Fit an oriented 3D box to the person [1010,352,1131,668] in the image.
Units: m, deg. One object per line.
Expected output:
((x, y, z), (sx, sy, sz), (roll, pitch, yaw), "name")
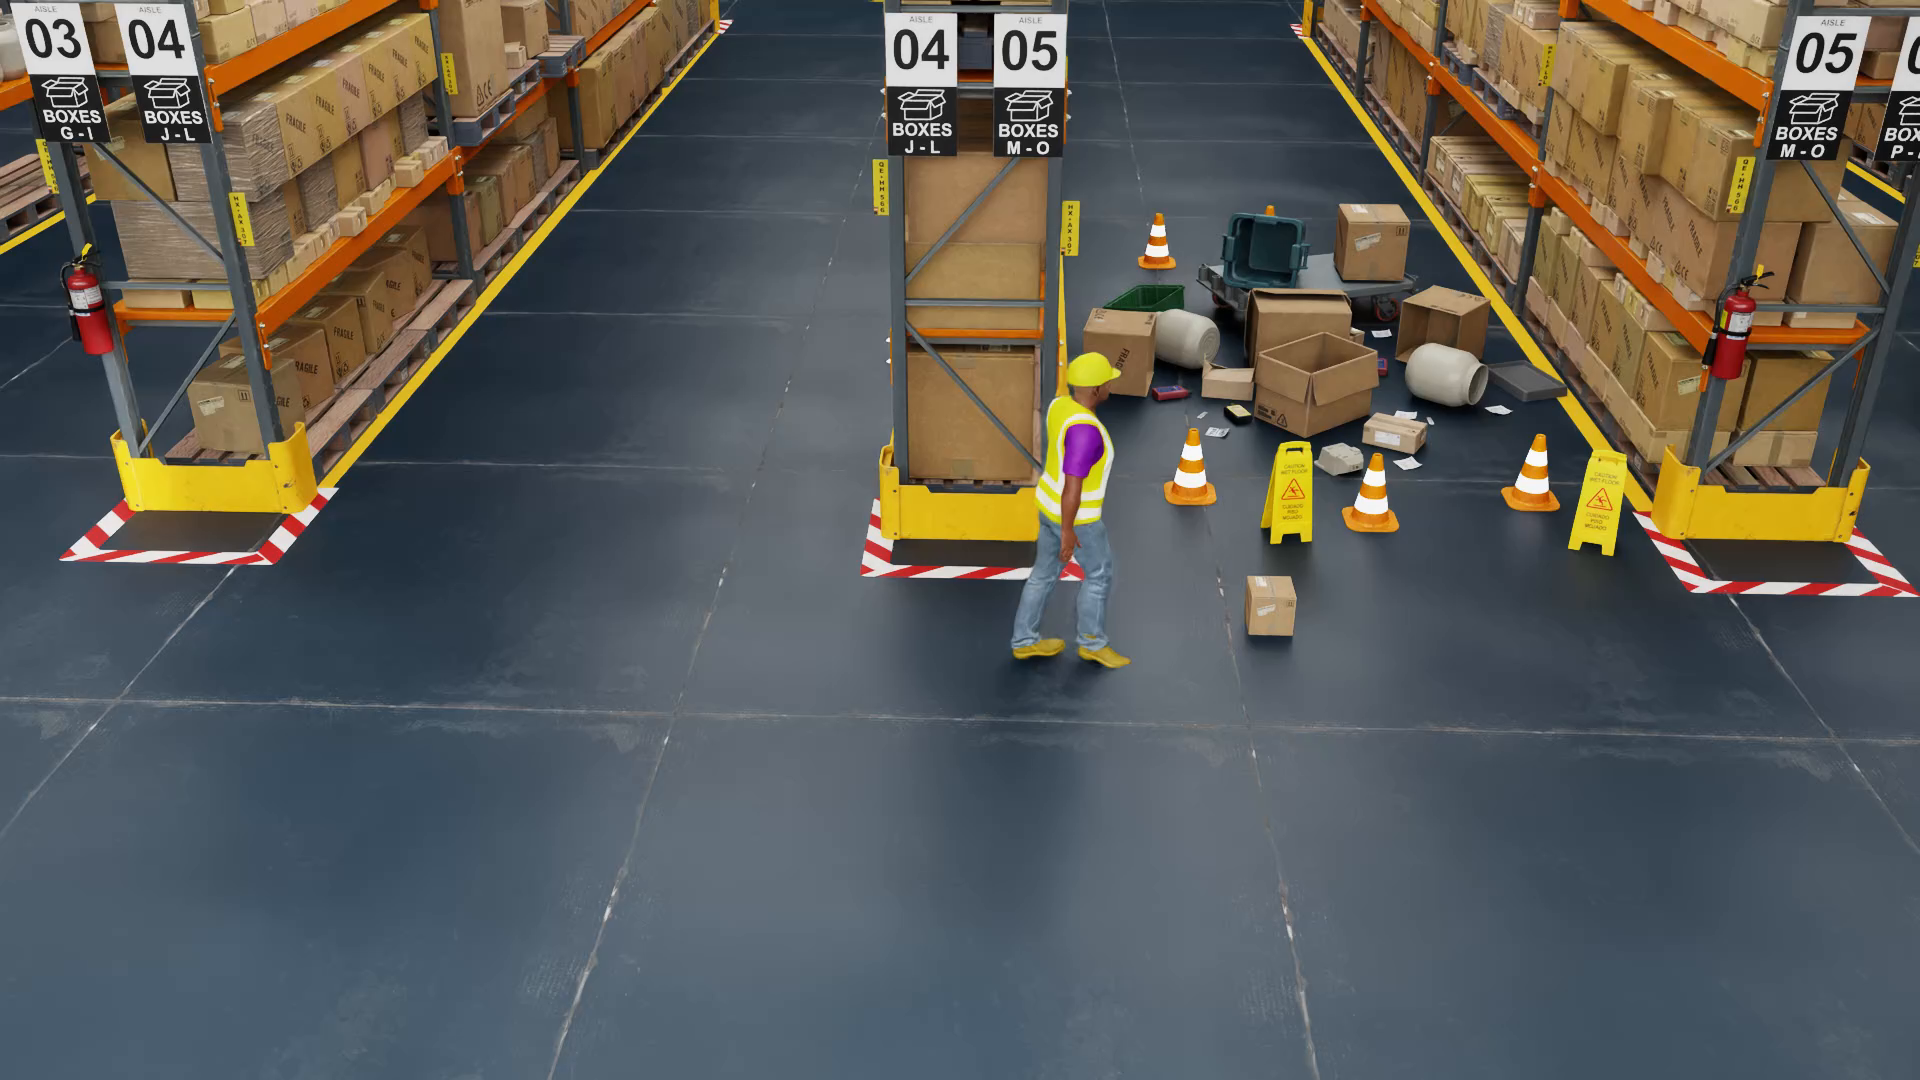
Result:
((0.581, -0.134, 8.879), (0.641, 1.795, 0.606), (-9, 29, -17), "person")
